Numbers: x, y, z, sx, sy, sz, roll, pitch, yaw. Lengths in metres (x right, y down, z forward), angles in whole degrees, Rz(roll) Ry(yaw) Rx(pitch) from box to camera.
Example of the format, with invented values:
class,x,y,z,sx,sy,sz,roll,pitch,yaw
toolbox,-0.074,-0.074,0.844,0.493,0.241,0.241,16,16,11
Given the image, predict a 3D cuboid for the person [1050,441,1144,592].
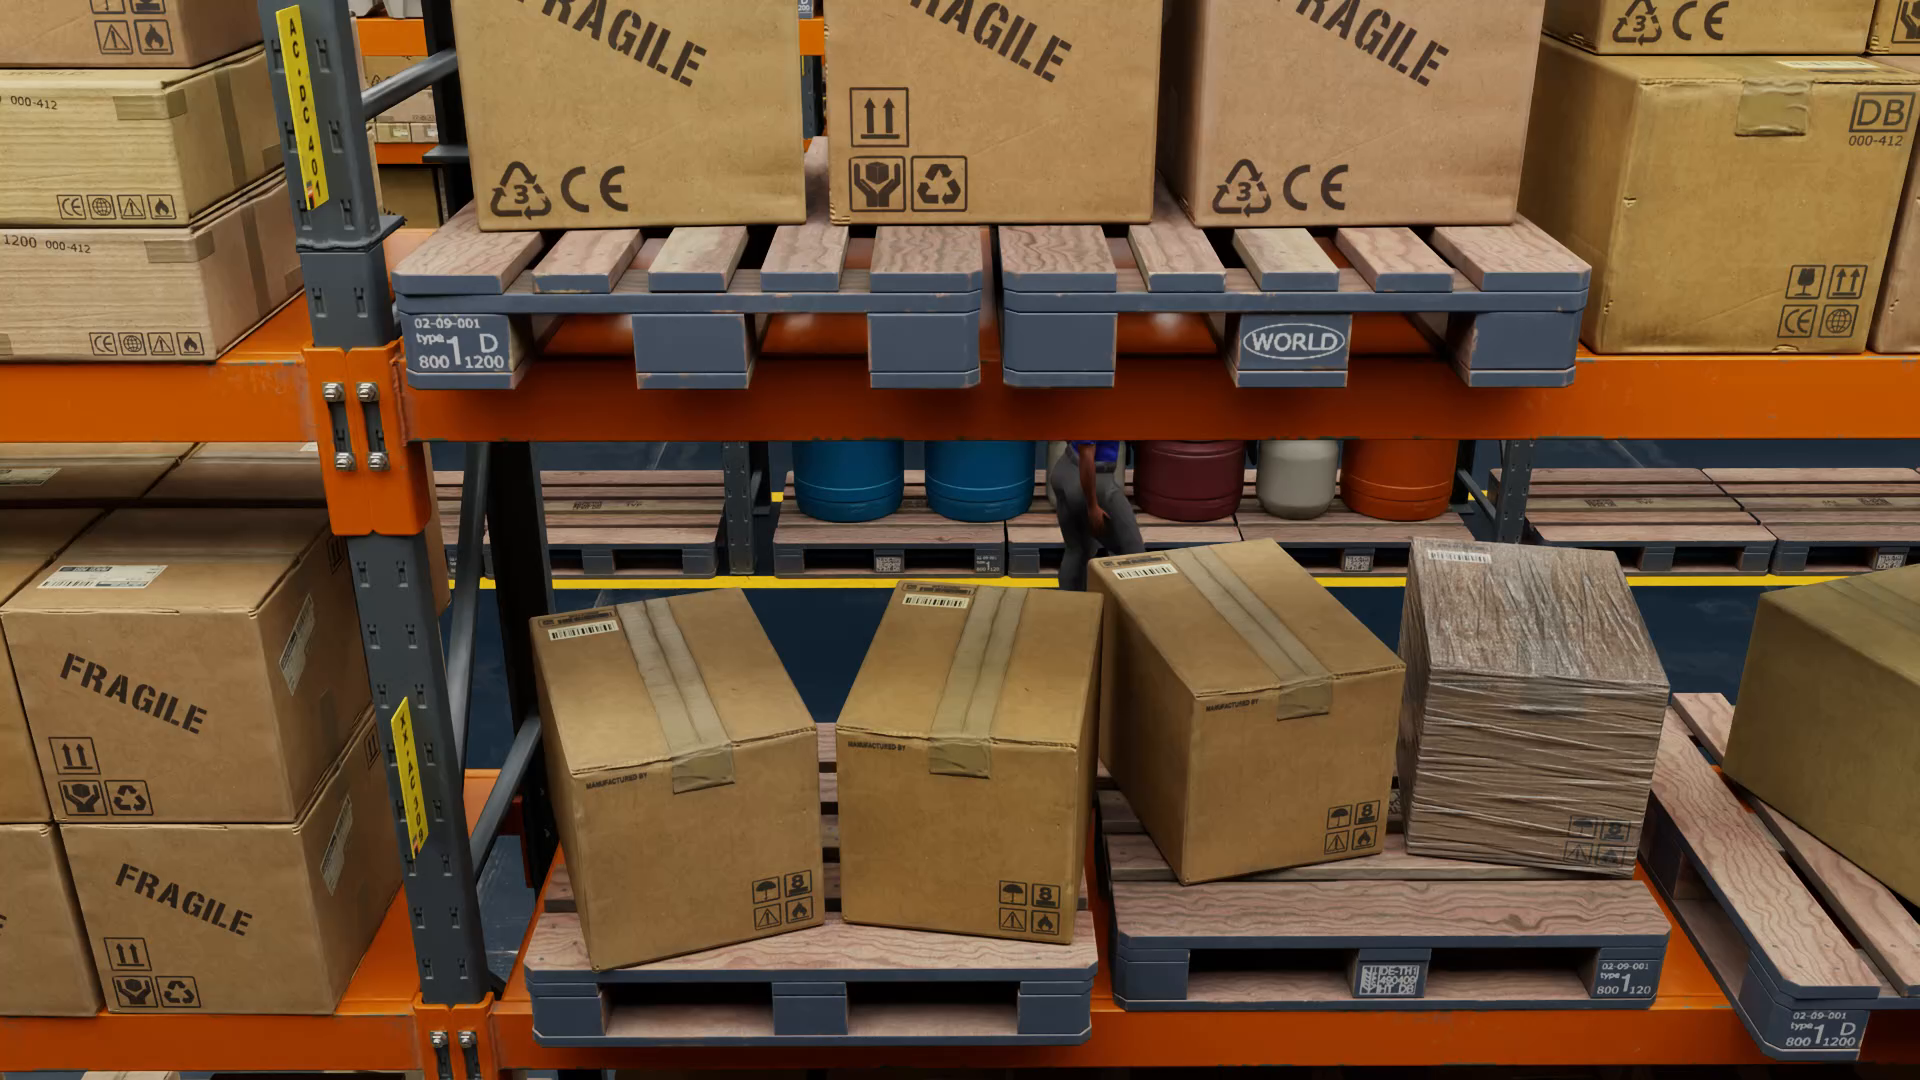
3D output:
class,x,y,z,sx,sy,sz,roll,pitch,yaw
person,0.622,-0.240,7.666,0.391,1.693,0.509,-6,25,-14
